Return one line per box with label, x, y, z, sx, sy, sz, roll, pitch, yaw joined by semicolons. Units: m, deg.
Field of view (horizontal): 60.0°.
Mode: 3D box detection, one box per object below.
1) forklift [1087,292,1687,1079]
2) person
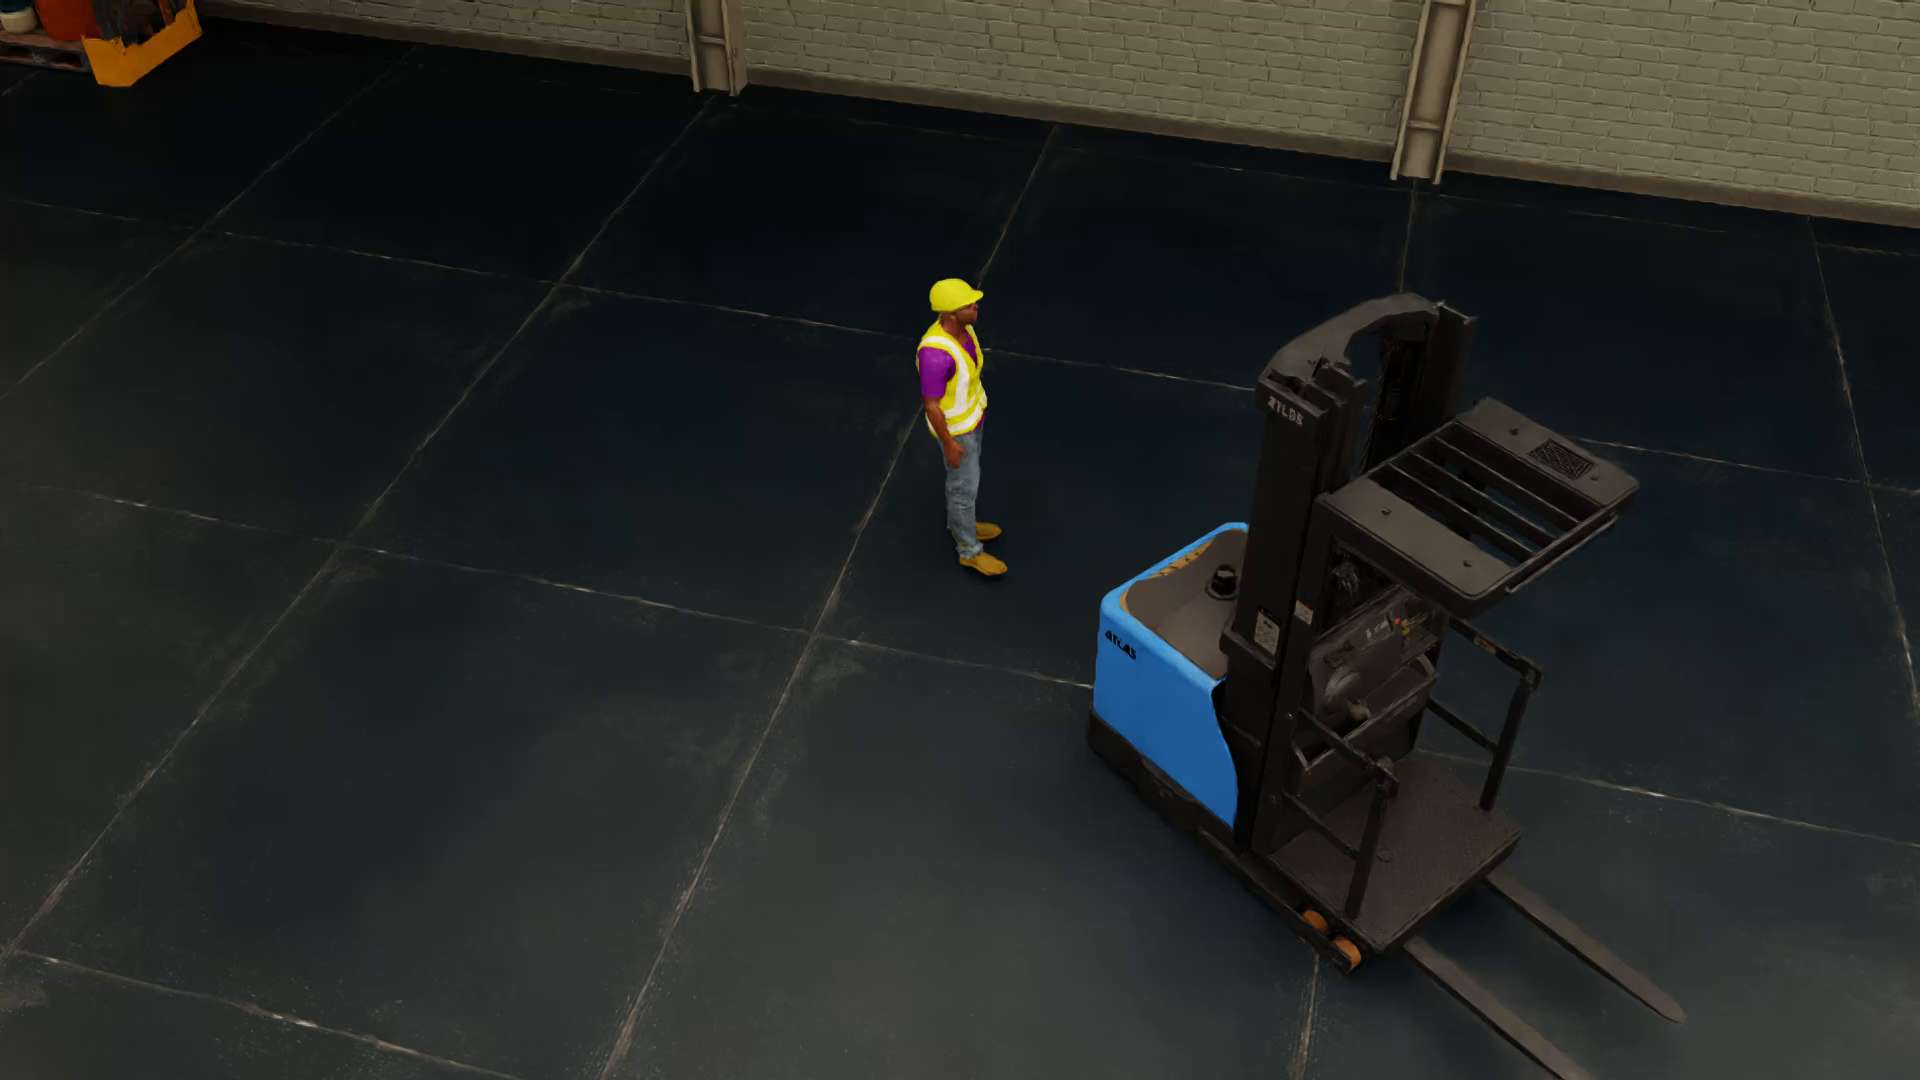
forklift;1.996;0.537;7.249;1.130;2.935;3.031;-28;49;-29
person;0.066;-0.684;9.455;0.576;1.766;0.665;10;42;11
